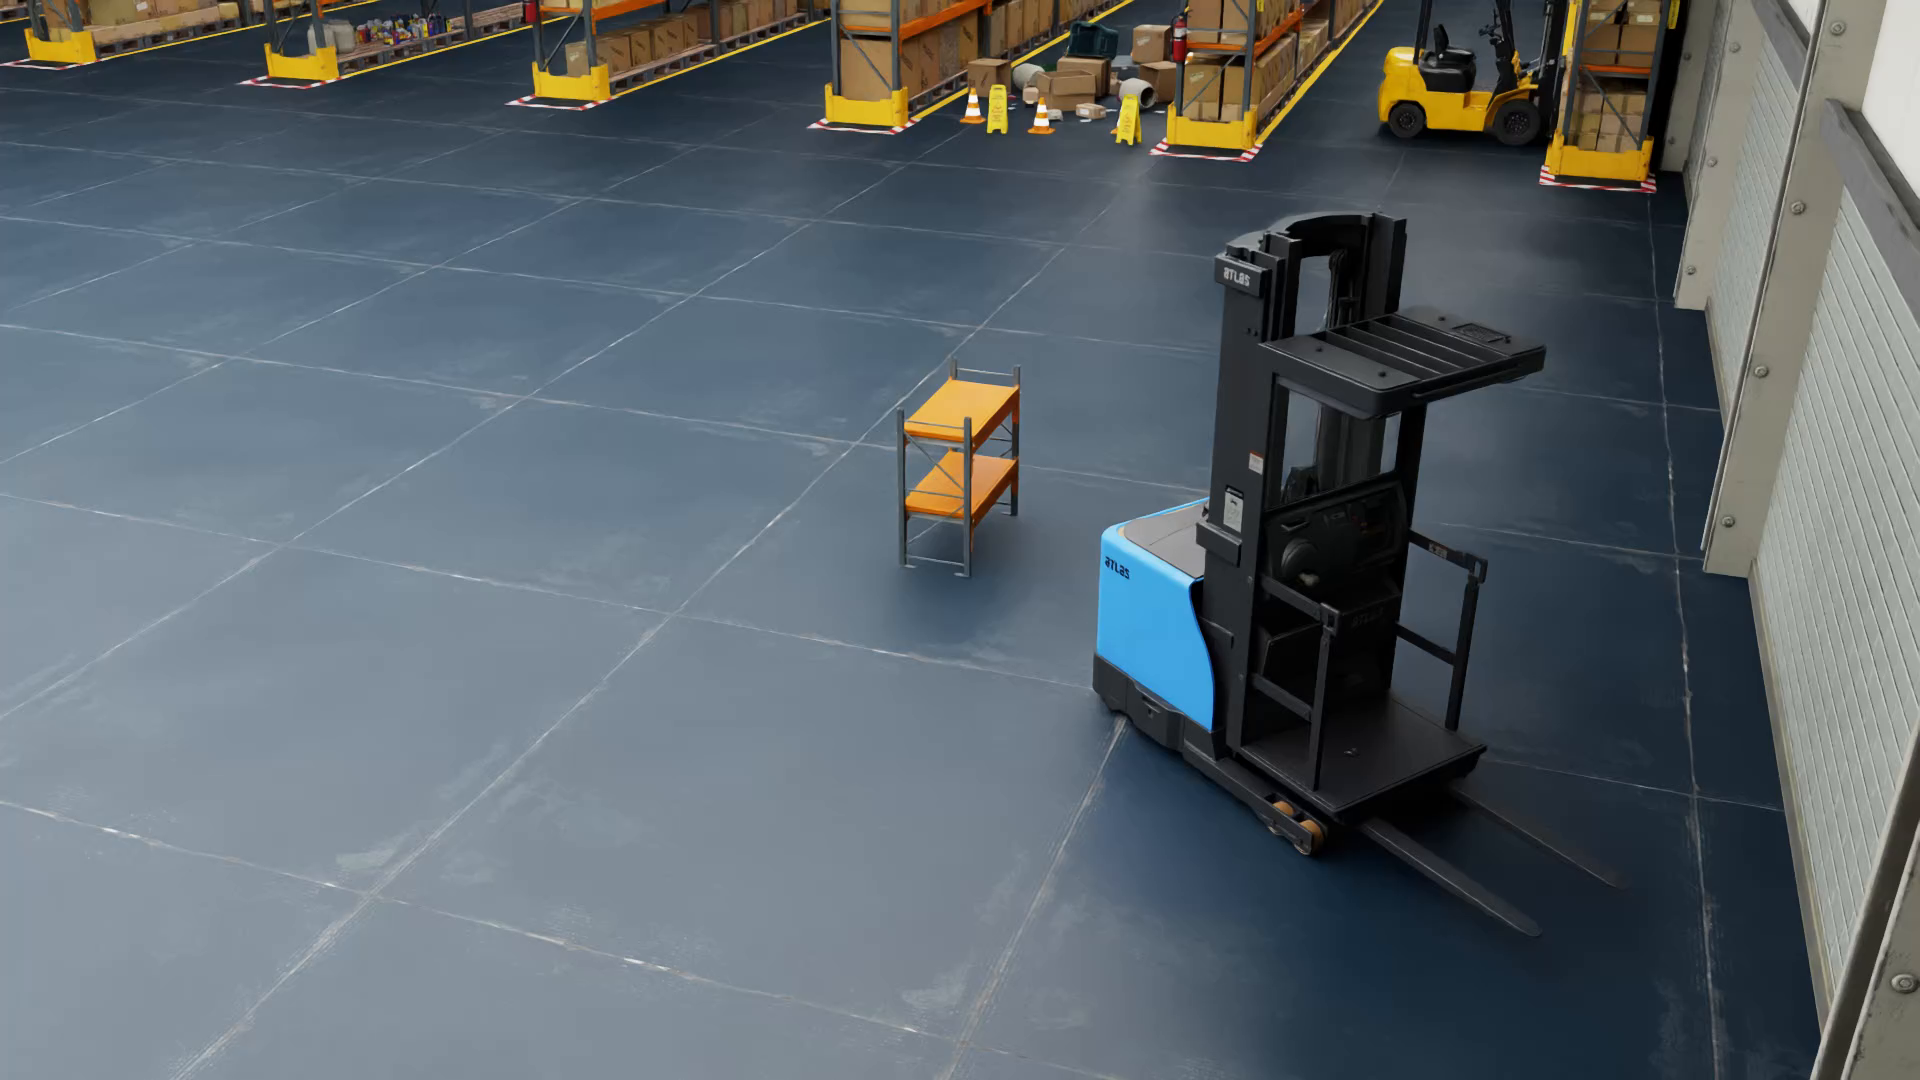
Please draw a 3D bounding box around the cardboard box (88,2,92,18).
[{"bbox_3d":[-15.095,-9.533,29.534,0.500,0.500,0.500,9,27,17],"label":"cardboard box"}]

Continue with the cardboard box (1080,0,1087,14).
[{"bbox_3d":[2.141,-10.392,31.882,0.500,0.500,0.500,8,27,16],"label":"cardboard box"}]

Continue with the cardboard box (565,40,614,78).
[{"bbox_3d":[-5.747,-7.447,25.800,0.500,0.500,0.500,14,29,27],"label":"cardboard box"}]

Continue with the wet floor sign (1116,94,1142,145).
[{"bbox_3d":[2.302,-5.710,22.526,0.267,0.644,0.232,20,32,35],"label":"wet floor sign"}]

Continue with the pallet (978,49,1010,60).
[{"bbox_3d":[0.189,-8.085,27.930,1.003,0.211,1.213,9,27,17],"label":"pallet"}]

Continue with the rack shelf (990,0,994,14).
[{"bbox_3d":[0.669,-9.510,28.500,1.077,0.370,4.000,9,27,17],"label":"rack shelf"}]

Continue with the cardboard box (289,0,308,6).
[{"bbox_3d":[-13.271,-10.716,32.837,0.500,0.250,0.500,8,27,16],"label":"cardboard box"}]

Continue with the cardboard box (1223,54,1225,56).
[{"bbox_3d":[3.540,-6.904,23.359,0.380,0.149,0.250,9,27,18],"label":"cardboard box"}]

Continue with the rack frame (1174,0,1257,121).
[{"bbox_3d":[3.374,-6.692,21.853,1.000,3.000,0.127,9,27,17],"label":"rack frame"}]

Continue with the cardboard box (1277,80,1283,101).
[{"bbox_3d":[4.421,-6.577,24.289,0.500,0.250,0.500,9,27,18],"label":"cardboard box"}]

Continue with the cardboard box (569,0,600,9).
[{"bbox_3d":[-5.651,-8.099,25.047,0.380,0.149,0.250,9,27,17],"label":"cardboard box"}]

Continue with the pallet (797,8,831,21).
[{"bbox_3d":[-2.975,-10.475,32.866,1.003,0.211,1.213,9,27,17],"label":"pallet"}]

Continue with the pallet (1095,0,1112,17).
[{"bbox_3d":[2.408,-10.725,33.382,1.003,0.211,1.213,9,27,17],"label":"pallet"}]

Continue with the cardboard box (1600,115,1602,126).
[{"bbox_3d":[8.565,-5.521,21.535,0.500,0.250,0.500,8,27,17],"label":"cardboard box"}]

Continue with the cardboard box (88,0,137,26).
[{"bbox_3d":[-14.759,-9.250,28.950,0.500,0.500,0.500,9,27,17],"label":"cardboard box"}]

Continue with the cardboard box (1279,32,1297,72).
[{"bbox_3d":[4.761,-7.343,25.010,0.500,0.500,0.500,8,27,17],"label":"cardboard box"}]

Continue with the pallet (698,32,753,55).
[{"bbox_3d":[-4.382,-8.838,29.486,1.003,0.211,1.213,9,27,17],"label":"pallet"}]

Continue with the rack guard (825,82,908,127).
[{"bbox_3d":[-1.335,-6.234,23.775,1.175,0.500,0.348,9,27,17],"label":"rack guard"}]

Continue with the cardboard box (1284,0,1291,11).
[{"bbox_3d":[4.459,-7.870,23.830,0.500,0.500,0.500,10,27,19],"label":"cardboard box"}]

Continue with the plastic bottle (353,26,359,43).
[{"bbox_3d":[-10.422,-8.692,28.596,0.061,0.283,0.133,9,27,19],"label":"plastic bottle"}]

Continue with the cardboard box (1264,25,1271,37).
[{"bbox_3d":[4.046,-6.989,22.756,0.380,0.149,0.250,9,27,18],"label":"cardboard box"}]

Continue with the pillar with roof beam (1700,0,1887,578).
[{"bbox_3d":[1.085,-4.522,10.488,9.100,9.000,0.400,9,27,17],"label":"pillar with roof beam"}]

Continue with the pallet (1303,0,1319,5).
[{"bbox_3d":[5.097,-8.543,25.895,1.003,0.211,1.213,9,27,17],"label":"pallet"}]

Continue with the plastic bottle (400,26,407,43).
[{"bbox_3d":[-9.597,-8.699,28.625,0.097,0.271,0.097,0,26,0],"label":"plastic bottle"}]

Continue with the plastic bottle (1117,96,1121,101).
[{"bbox_3d":[2.507,-6.755,25.355,0.133,0.061,0.283,14,29,26],"label":"plastic bottle"}]

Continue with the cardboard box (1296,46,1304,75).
[{"bbox_3d":[4.877,-7.558,26.175,0.950,0.372,0.625,9,27,18],"label":"cardboard box"}]

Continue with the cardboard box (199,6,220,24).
[{"bbox_3d":[-14.104,-9.736,30.814,0.500,0.250,0.500,9,27,17],"label":"cardboard box"}]

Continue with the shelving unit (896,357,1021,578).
[{"bbox_3d":[0.002,-0.509,11.234,0.538,1.125,1.048,9,27,17],"label":"shelving unit"}]

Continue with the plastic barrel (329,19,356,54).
[{"bbox_3d":[-10.328,-8.404,27.763,0.421,0.512,0.421,0,26,0],"label":"plastic barrel"}]

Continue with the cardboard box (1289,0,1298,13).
[{"bbox_3d":[4.809,-7.943,24.725,0.380,0.149,0.250,9,27,19],"label":"cardboard box"}]

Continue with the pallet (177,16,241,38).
[{"bbox_3d":[-14.285,-9.636,31.132,1.003,0.211,1.213,9,27,17],"label":"pallet"}]

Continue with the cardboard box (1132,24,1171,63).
[{"bbox_3d":[3.017,-7.798,26.136,0.500,0.500,0.500,9,27,17],"label":"cardboard box"}]

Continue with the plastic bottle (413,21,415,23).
[{"bbox_3d":[-9.530,-8.953,29.135,0.061,0.283,0.133,9,27,17],"label":"plastic bottle"}]

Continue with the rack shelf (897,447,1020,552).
[{"bbox_3d":[0.002,-0.289,11.341,0.538,0.278,1.000,9,27,17],"label":"rack shelf"}]

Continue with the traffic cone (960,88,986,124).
[{"bbox_3d":[0.188,-6.239,23.829,0.336,0.463,0.334,9,27,17],"label":"traffic cone"}]

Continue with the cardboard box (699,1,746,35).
[{"bbox_3d":[-4.239,-9.289,29.579,0.700,0.500,0.500,9,27,17],"label":"cardboard box"}]

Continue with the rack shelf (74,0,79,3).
[{"bbox_3d":[-14.646,-10.066,29.646,1.077,0.370,4.000,9,27,17],"label":"rack shelf"}]

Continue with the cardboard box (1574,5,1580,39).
[{"bbox_3d":[8.481,-6.890,22.147,0.500,0.500,0.500,9,27,18],"label":"cardboard box"}]

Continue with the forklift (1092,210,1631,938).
[{"bbox_3d":[1.989,0.004,8.101,1.130,2.935,3.031,-16,30,-30],"label":"forklift"}]

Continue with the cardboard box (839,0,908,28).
[{"bbox_3d":[-1.247,-7.595,23.546,0.875,0.550,0.550,9,27,17],"label":"cardboard box"}]

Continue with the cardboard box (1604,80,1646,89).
[{"bbox_3d":[8.558,-5.751,21.436,0.500,0.250,0.500,9,27,18],"label":"cardboard box"}]

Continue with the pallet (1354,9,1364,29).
[{"bbox_3d":[7.182,-10.041,31.969,1.003,0.211,1.213,9,27,17],"label":"pallet"}]

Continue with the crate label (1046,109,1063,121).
[{"bbox_3d":[1.344,-6.121,23.958,0.250,0.136,0.298,-5,26,-9],"label":"crate label"}]

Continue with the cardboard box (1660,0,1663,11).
[{"bbox_3d":[8.517,-6.652,20.570,0.380,0.149,0.250,10,27,19],"label":"cardboard box"}]

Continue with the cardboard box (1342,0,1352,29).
[{"bbox_3d":[6.645,-9.850,30.332,0.875,0.875,0.875,9,27,18],"label":"cardboard box"}]

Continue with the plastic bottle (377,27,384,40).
[{"bbox_3d":[-10.108,-8.830,28.975,0.097,0.201,0.097,0,26,0],"label":"plastic bottle"}]

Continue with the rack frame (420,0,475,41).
[{"bbox_3d":[-9.311,-10.491,29.700,1.000,3.000,0.127,9,27,17],"label":"rack frame"}]

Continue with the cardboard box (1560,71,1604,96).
[{"bbox_3d":[8.238,-6.029,22.010,0.500,0.250,0.500,9,27,18],"label":"cardboard box"}]

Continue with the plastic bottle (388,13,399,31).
[{"bbox_3d":[-10.033,-9.148,29.460,0.144,0.351,0.185,8,27,15],"label":"plastic bottle"}]

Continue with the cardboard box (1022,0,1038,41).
[{"bbox_3d":[0.760,-9.236,29.206,1.050,0.750,0.750,9,27,18],"label":"cardboard box"}]

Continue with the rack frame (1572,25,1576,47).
[{"bbox_3d":[10.718,-9.262,27.160,1.000,3.000,0.127,9,27,17],"label":"rack frame"}]

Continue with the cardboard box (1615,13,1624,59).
[{"bbox_3d":[8.635,-6.400,21.134,0.500,0.500,0.500,10,27,19],"label":"cardboard box"}]

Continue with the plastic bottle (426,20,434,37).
[{"bbox_3d":[-9.332,-9.009,29.250,0.061,0.283,0.133,11,28,21],"label":"plastic bottle"}]
